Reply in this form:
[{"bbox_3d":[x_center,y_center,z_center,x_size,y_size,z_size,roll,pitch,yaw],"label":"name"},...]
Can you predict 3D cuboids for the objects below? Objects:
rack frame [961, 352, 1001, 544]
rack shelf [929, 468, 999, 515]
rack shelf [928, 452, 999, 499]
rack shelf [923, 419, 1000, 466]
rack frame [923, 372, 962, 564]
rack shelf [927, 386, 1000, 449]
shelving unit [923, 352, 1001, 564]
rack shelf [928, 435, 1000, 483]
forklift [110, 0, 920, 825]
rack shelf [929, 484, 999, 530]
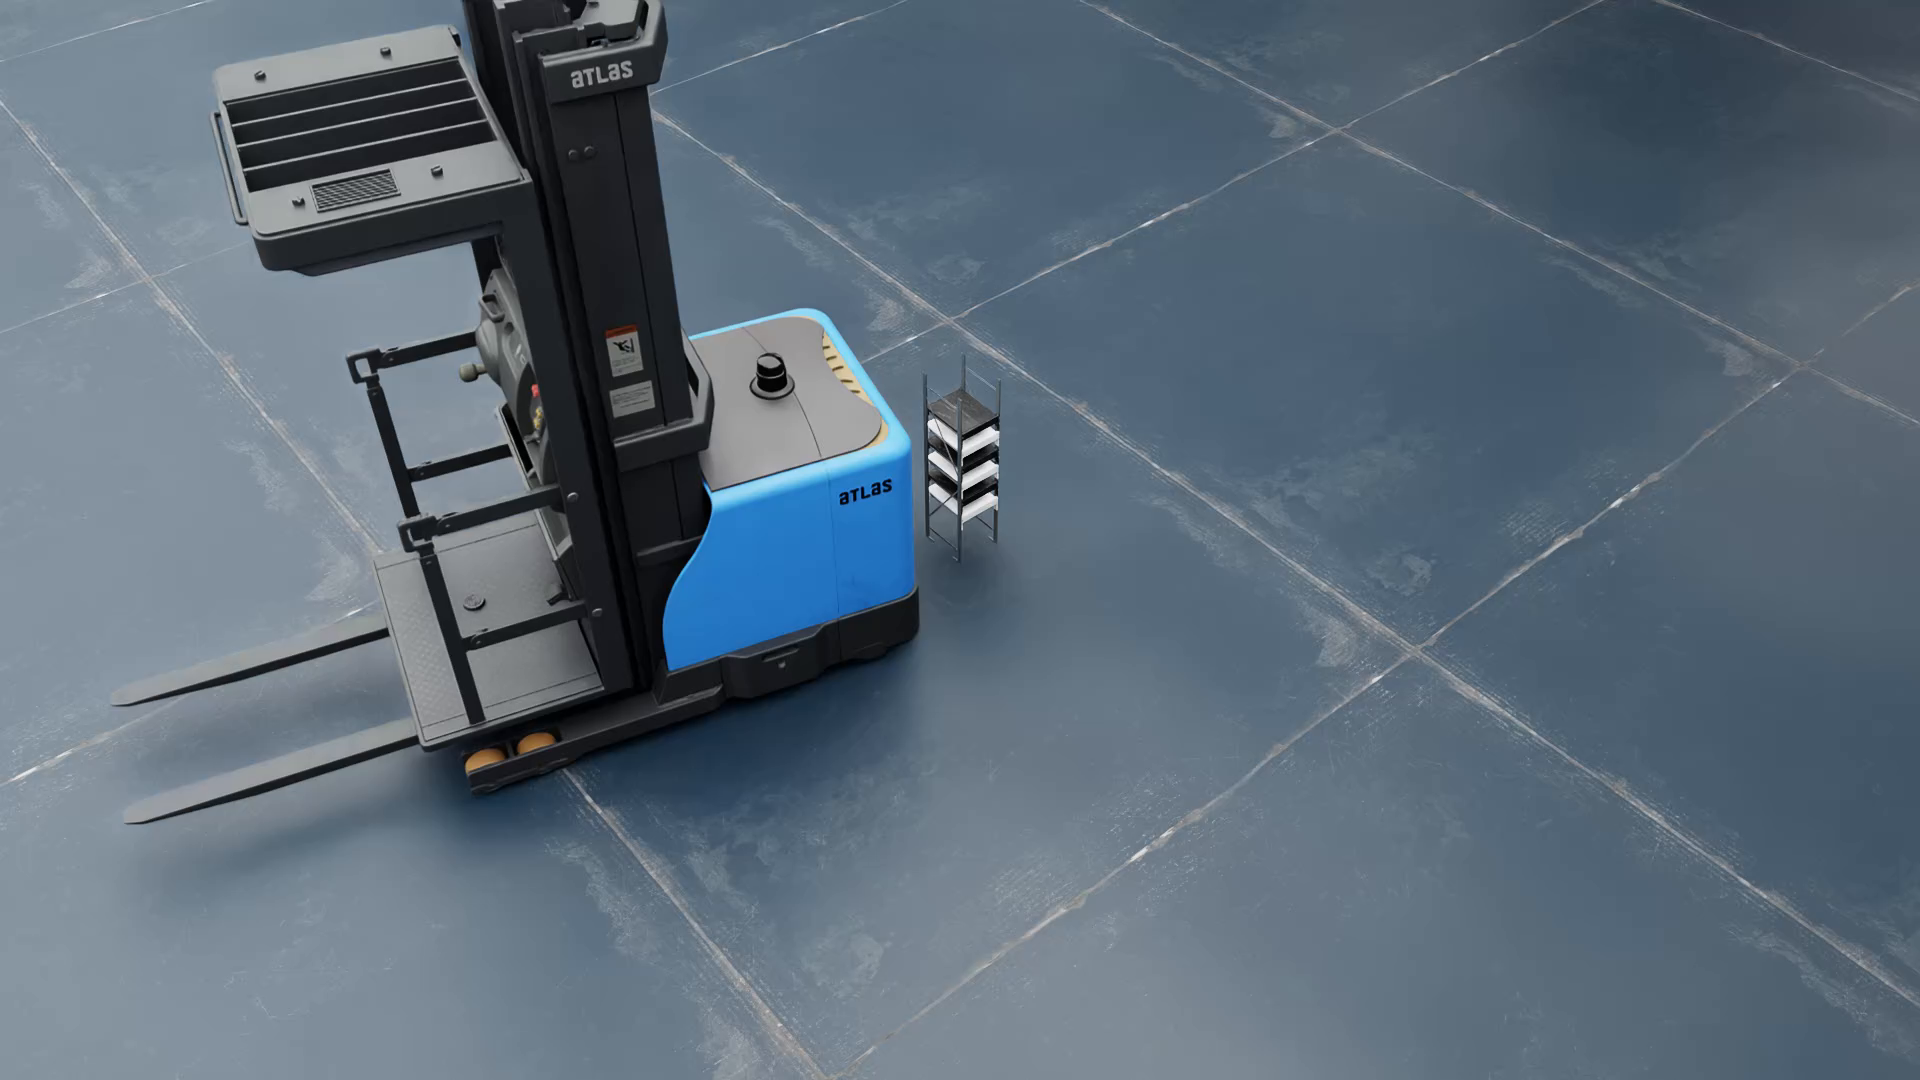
[{"bbox_3d":[0.084,-0.376,7.047,0.006,0.900,0.240,-30,51,-28],"label":"rack frame"},{"bbox_3d":[0.006,-0.242,7.084,0.200,0.077,0.258,-30,51,-28],"label":"rack shelf"},{"bbox_3d":[0.006,-0.307,7.022,0.200,0.077,0.258,-30,51,-28],"label":"rack shelf"},{"bbox_3d":[0.006,-0.438,6.899,0.200,0.077,0.258,-30,51,-28],"label":"rack shelf"},{"bbox_3d":[-0.072,-0.287,6.952,0.006,0.900,0.240,-30,51,-28],"label":"rack frame"},{"bbox_3d":[0.006,-0.504,6.837,0.200,0.077,0.258,-30,51,-28],"label":"rack shelf"},{"bbox_3d":[0.006,-0.332,6.999,0.210,0.900,0.258,-30,51,-28],"label":"shelving unit"},{"bbox_3d":[0.006,-0.373,6.961,0.200,0.077,0.258,-30,51,-28],"label":"rack shelf"},{"bbox_3d":[-1.728,-0.532,5.729,3.031,2.935,1.130,-17,46,-18],"label":"forklift"},{"bbox_3d":[0.006,-0.176,7.145,0.200,0.077,0.258,-30,51,-28],"label":"rack shelf"}]
